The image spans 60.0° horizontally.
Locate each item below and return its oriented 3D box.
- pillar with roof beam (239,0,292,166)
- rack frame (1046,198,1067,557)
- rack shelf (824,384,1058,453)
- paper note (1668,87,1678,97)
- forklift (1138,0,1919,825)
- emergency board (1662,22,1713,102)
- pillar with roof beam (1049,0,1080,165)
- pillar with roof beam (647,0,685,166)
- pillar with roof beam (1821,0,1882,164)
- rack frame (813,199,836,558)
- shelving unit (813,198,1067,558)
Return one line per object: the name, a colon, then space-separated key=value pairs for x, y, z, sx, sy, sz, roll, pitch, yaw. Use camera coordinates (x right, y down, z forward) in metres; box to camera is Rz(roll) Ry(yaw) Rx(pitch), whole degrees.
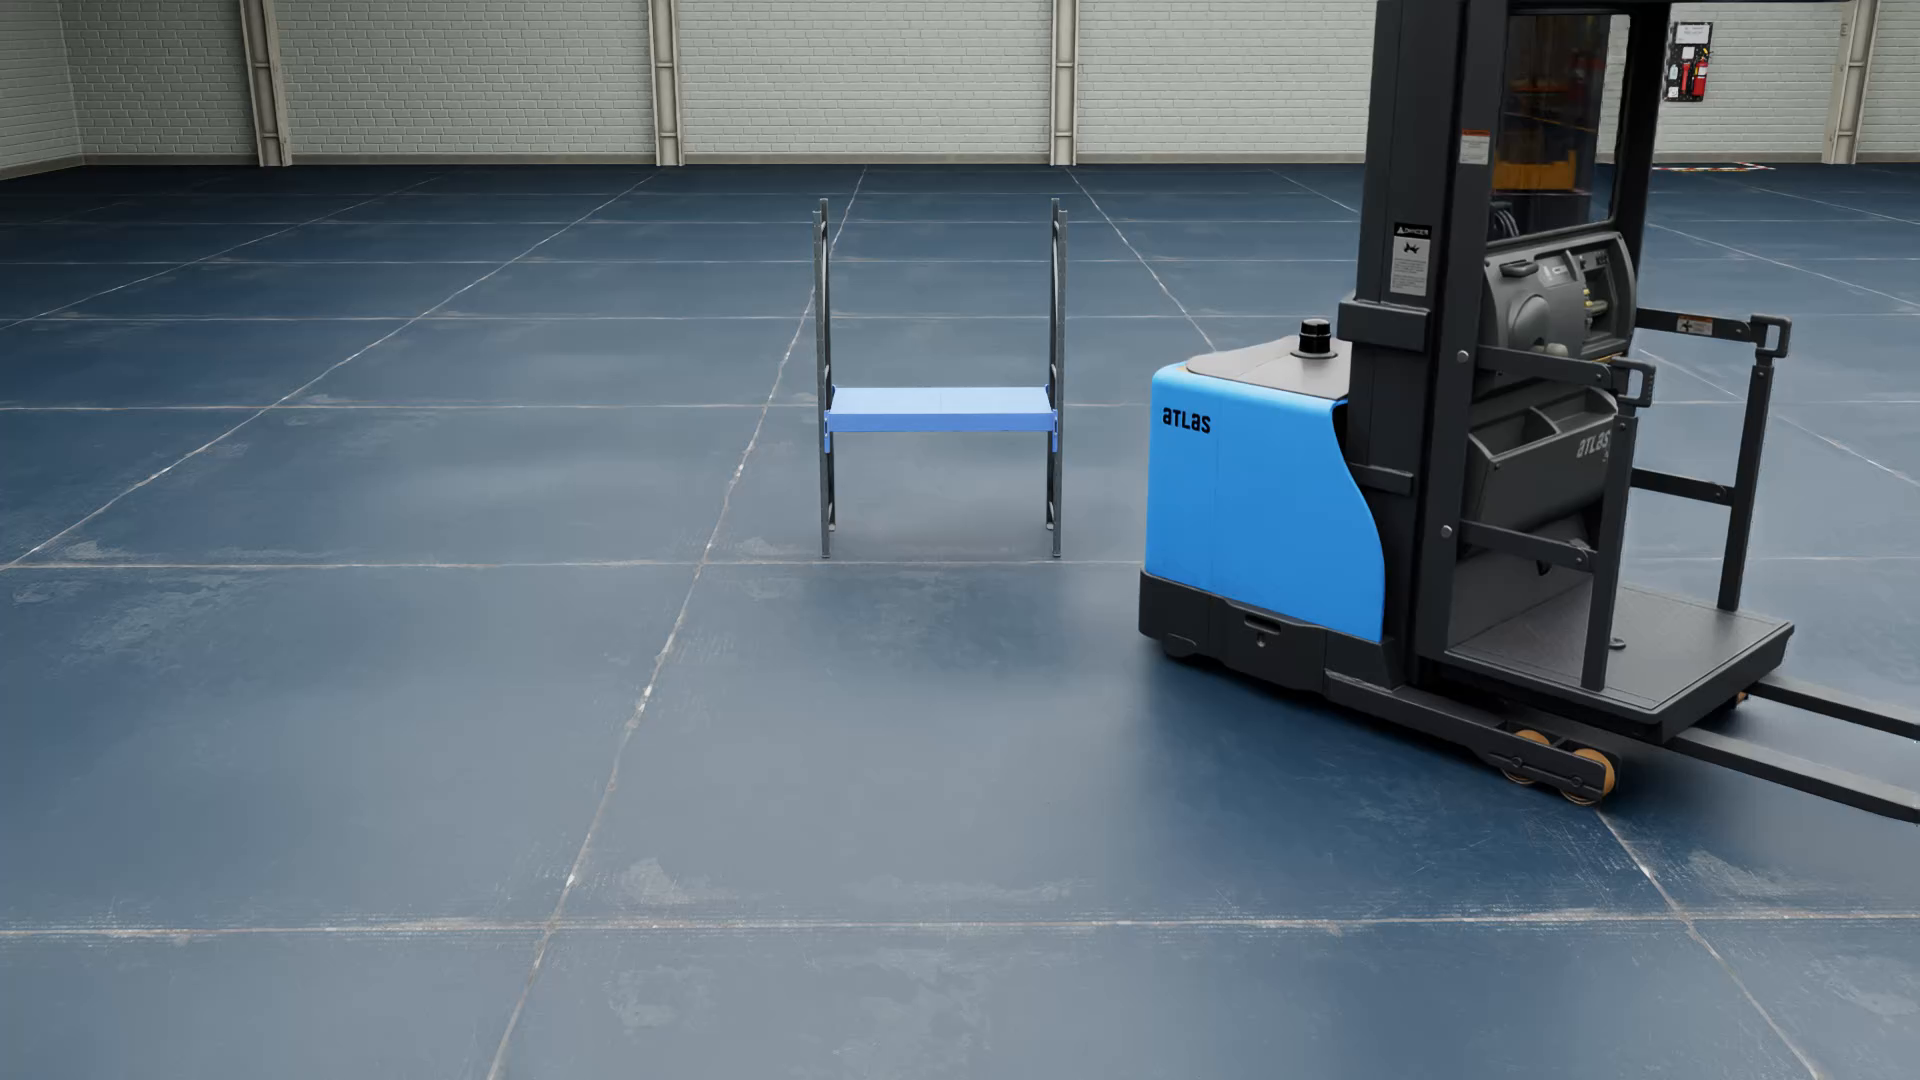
pillar with roof beam: x=-10.357 y=-8.684 z=19.885 sx=0.400 sy=9.000 sz=9.100 roll=0 pitch=18 yaw=-1
rack frame: x=0.423 y=-0.716 z=7.325 sx=0.032 sy=1.500 sz=0.500 roll=0 pitch=18 yaw=-1
rack shelf: x=-0.085 y=-0.542 z=7.372 sx=1.000 sy=0.185 sz=0.538 roll=0 pitch=18 yaw=-1
paper note: x=10.923 y=-6.858 z=25.458 sx=0.142 sy=0.148 sz=0.016 roll=0 pitch=18 yaw=-1
forklift: x=2.061 y=-0.770 z=5.149 sx=1.130 sy=2.935 sz=3.031 roll=-17 pitch=24 yaw=-42
emergency board: x=11.101 y=-7.257 z=25.260 sx=0.643 sy=1.169 sz=0.194 roll=0 pitch=18 yaw=-1
pillar with roof beam: x=1.642 y=-8.741 z=20.065 sx=0.400 sy=9.000 sz=9.100 roll=0 pitch=18 yaw=-1
pillar with roof beam: x=-4.357 y=-8.713 z=19.975 sx=0.400 sy=9.000 sz=9.100 roll=0 pitch=18 yaw=-1
pillar with roof beam: x=13.640 y=-8.799 z=20.246 sx=0.400 sy=9.000 sz=9.100 roll=0 pitch=18 yaw=-1
rack frame: x=-0.594 y=-0.711 z=7.310 sx=0.032 sy=1.500 sz=0.500 roll=0 pitch=18 yaw=-1
shelving unit: x=-0.085 y=-0.714 z=7.317 sx=1.048 sy=1.500 sz=0.538 roll=0 pitch=18 yaw=-1
